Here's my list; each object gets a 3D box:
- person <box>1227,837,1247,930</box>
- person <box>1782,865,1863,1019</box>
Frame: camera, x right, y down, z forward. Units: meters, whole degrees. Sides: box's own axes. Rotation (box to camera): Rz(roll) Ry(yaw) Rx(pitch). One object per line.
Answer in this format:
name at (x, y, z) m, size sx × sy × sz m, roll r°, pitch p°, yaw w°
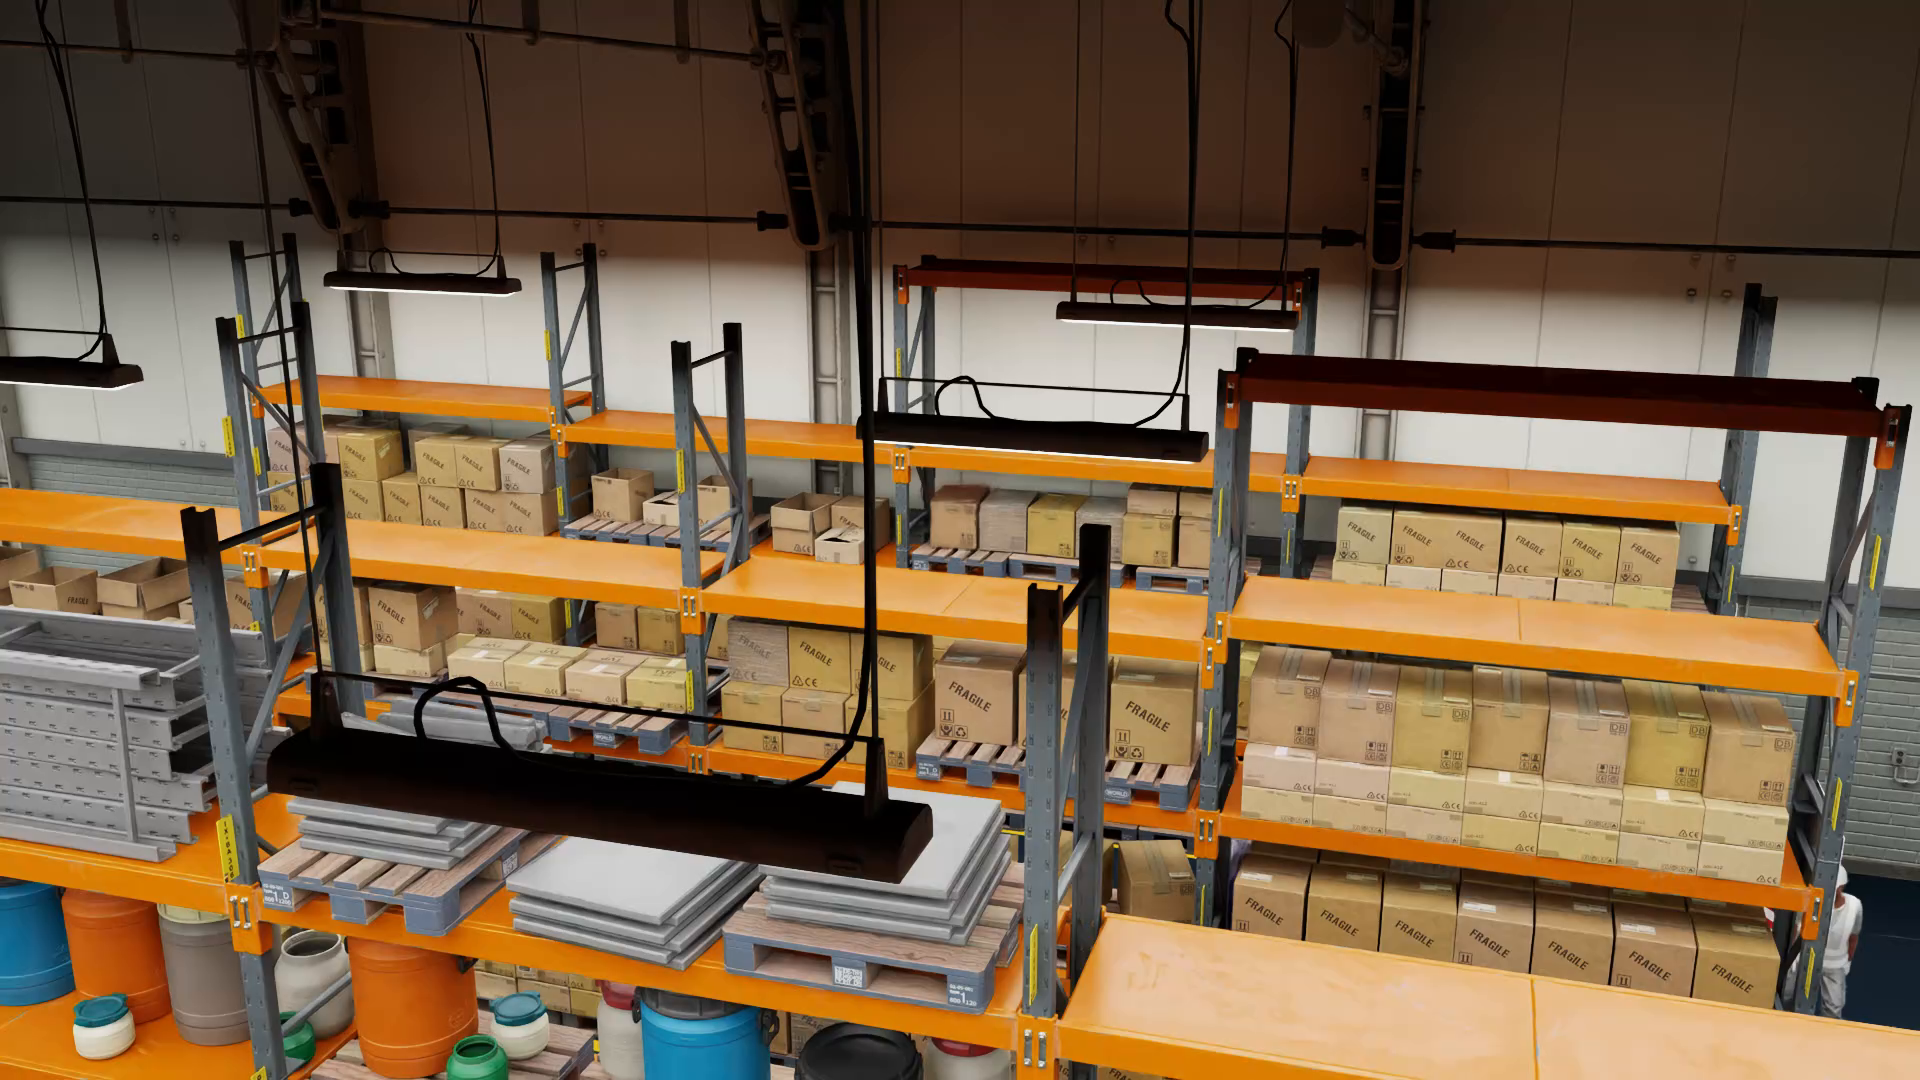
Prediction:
person at (2.329, 3.144, 14.894) m, size 1.030 × 1.583 × 0.478 m, roll 5°, pitch 17°, yaw 18°
person at (7.020, 3.426, 13.633) m, size 0.581 × 1.778 × 0.740 m, roll 7°, pitch 17°, yaw 21°
